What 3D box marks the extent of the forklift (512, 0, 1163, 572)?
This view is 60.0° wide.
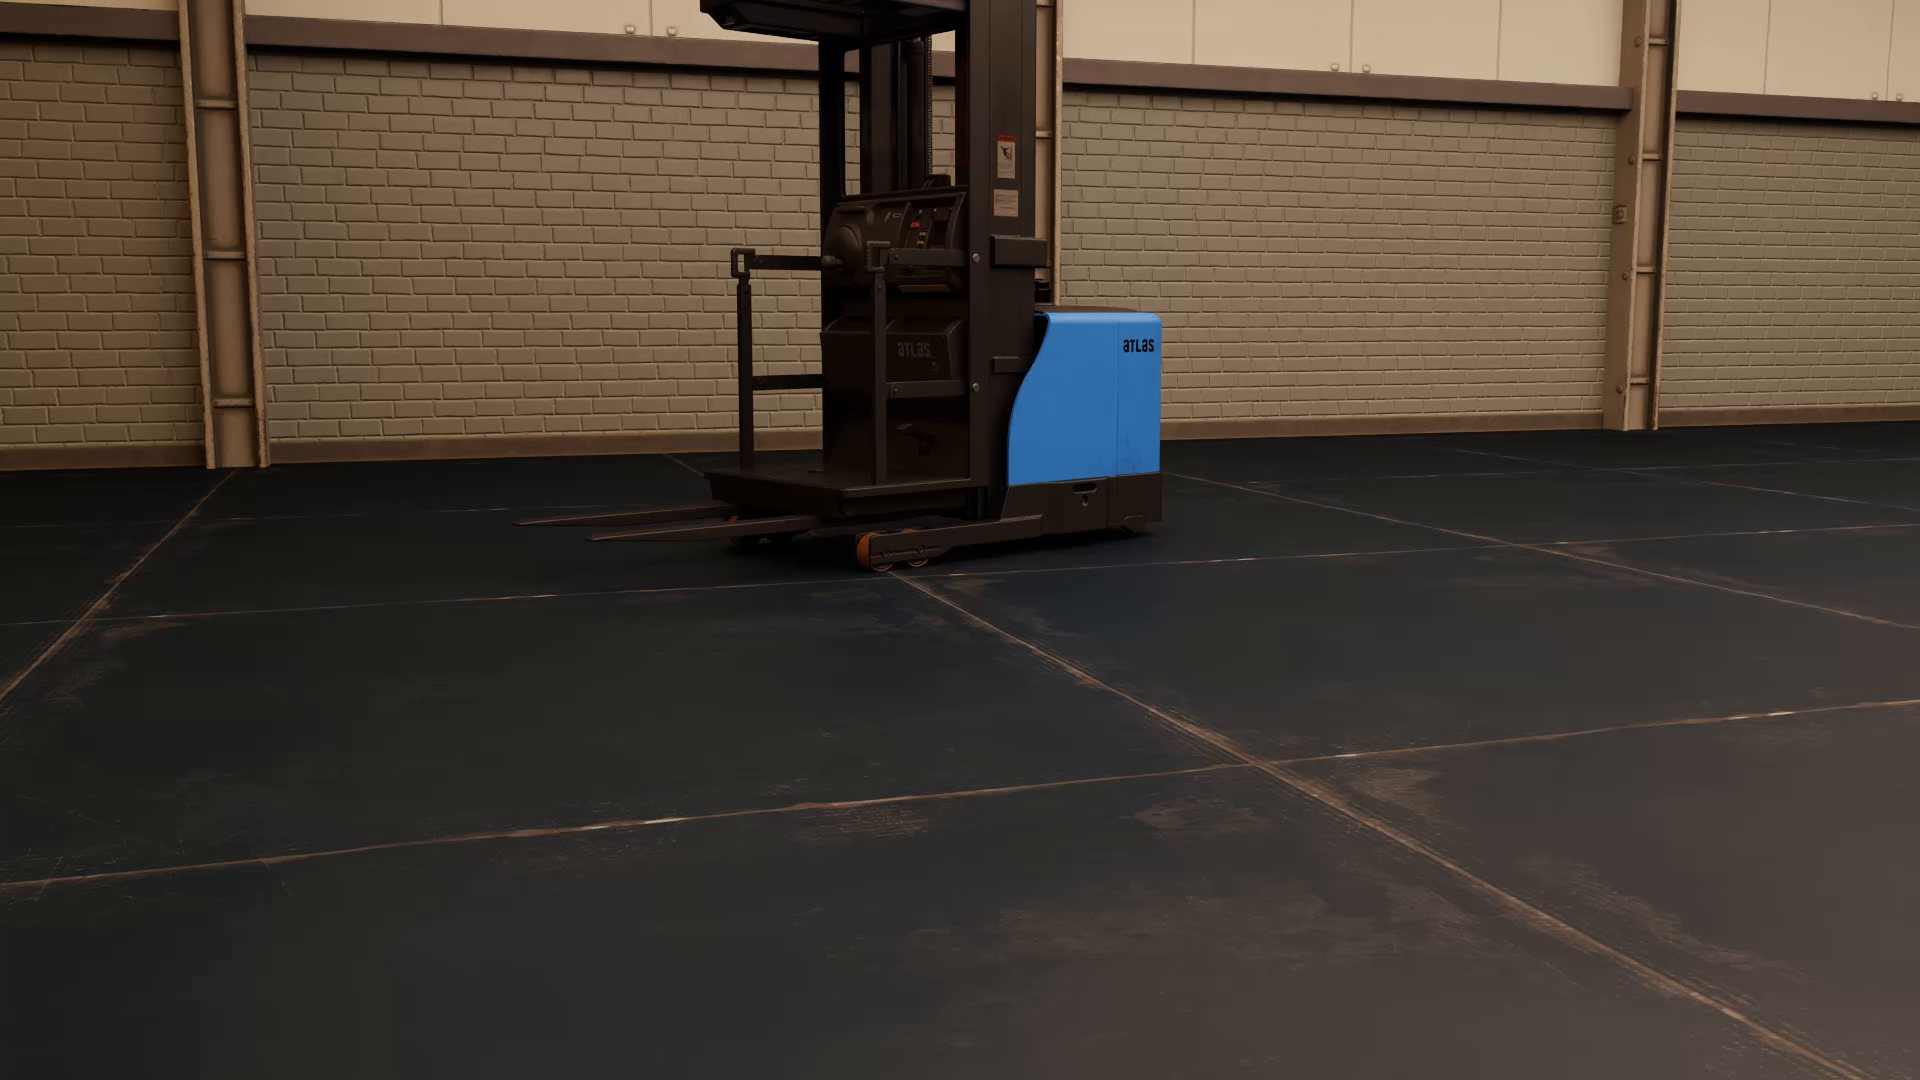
[{"bbox_3d":[-0.461,-1.399,7.333,3.031,2.935,1.130,-7,10,-40],"label":"forklift"}]
